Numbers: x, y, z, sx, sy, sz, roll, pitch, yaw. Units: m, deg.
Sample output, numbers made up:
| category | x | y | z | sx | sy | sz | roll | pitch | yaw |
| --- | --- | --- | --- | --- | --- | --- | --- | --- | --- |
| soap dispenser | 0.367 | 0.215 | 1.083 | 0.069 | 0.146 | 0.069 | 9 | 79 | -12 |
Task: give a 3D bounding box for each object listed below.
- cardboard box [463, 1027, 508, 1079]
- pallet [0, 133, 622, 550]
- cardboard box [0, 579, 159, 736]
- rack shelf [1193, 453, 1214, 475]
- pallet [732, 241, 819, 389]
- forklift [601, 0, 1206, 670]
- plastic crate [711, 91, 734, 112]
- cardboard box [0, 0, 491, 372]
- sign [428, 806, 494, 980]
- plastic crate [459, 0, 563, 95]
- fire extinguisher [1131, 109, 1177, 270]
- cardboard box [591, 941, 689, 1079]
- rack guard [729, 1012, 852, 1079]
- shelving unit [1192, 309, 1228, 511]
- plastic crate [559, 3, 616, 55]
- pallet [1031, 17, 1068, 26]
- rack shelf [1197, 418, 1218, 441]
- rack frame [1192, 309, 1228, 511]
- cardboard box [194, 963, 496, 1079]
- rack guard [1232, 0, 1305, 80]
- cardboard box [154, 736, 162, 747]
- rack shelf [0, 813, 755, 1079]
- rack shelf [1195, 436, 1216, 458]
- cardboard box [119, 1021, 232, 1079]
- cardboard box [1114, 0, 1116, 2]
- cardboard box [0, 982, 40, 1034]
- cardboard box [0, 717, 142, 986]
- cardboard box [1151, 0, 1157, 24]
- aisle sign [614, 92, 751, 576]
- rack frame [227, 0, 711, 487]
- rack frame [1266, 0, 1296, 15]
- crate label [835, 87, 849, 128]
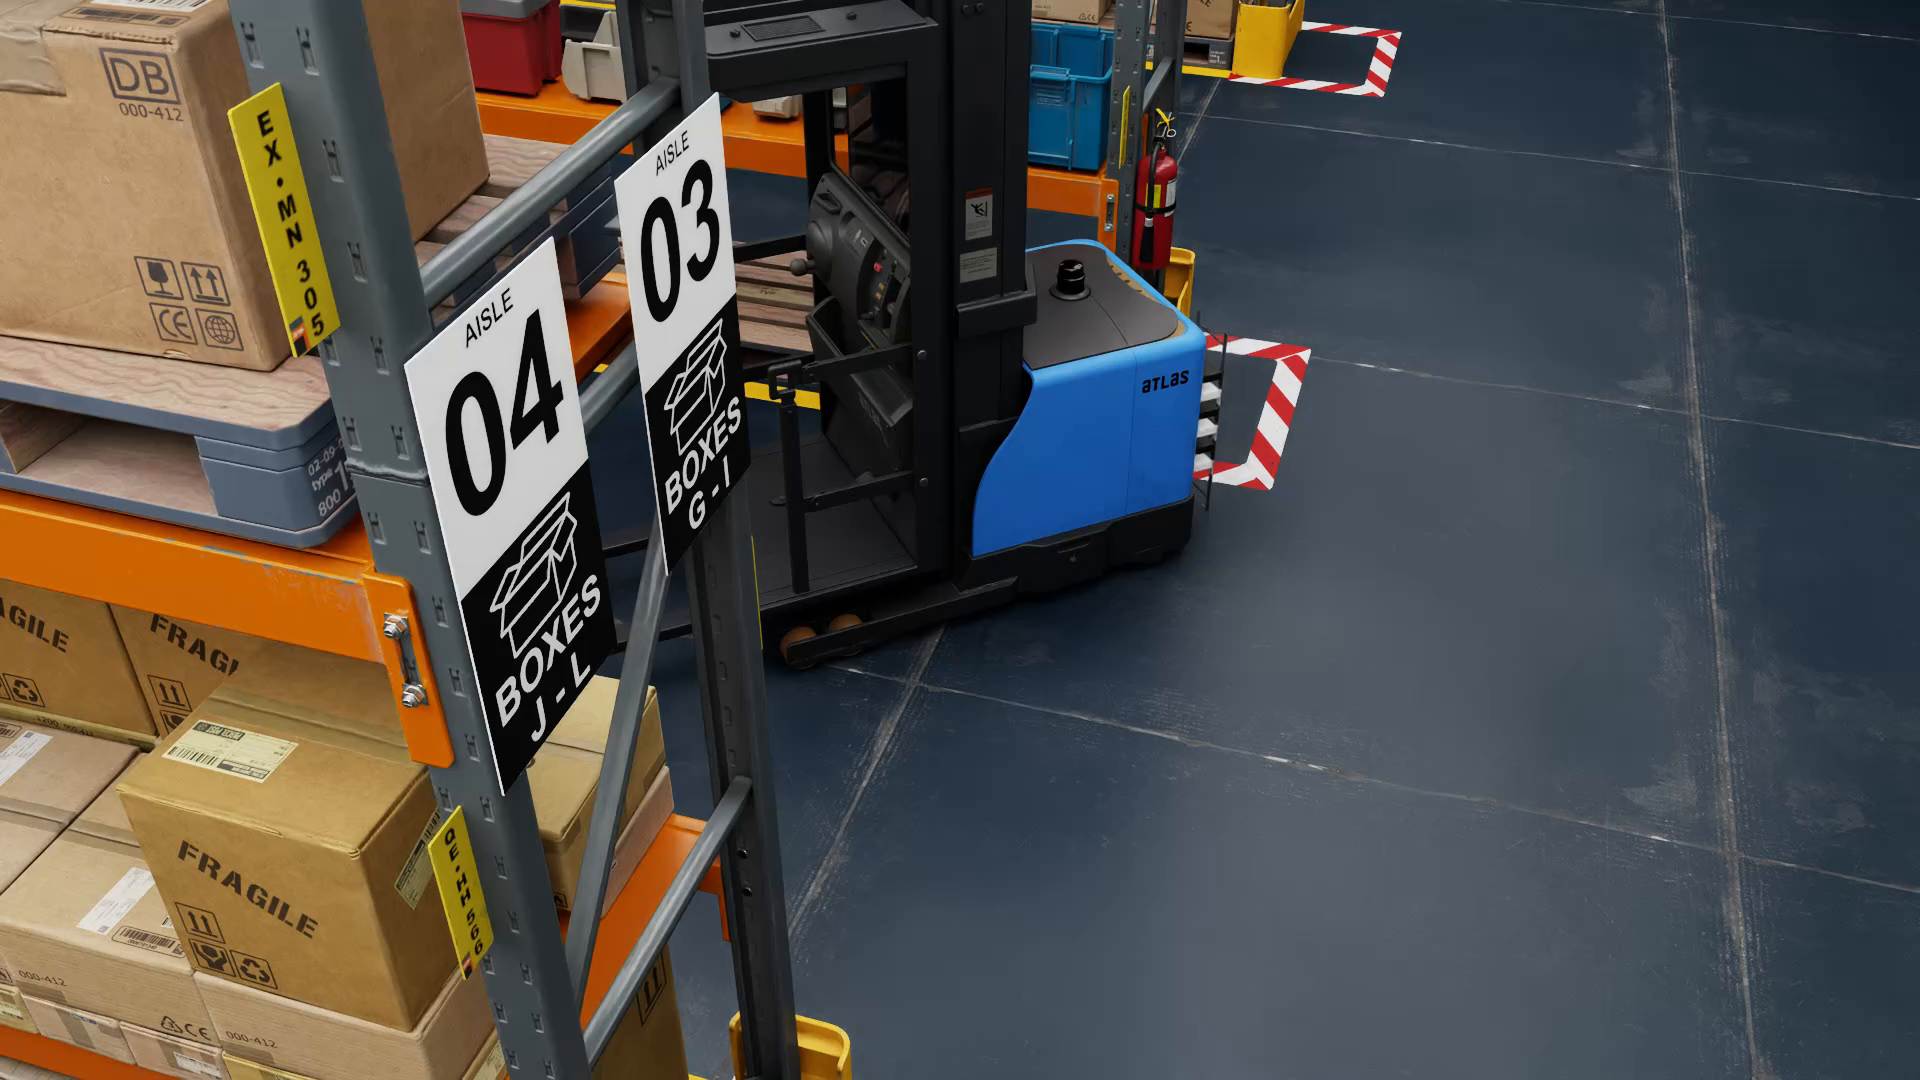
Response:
| category | x | y | z | sx | sy | sz | roll | pitch | yaw |
| --- | --- | --- | --- | --- | --- | --- | --- | --- | --- |
| cardboard box | -1.083 | 1.066 | 3.483 | 0.250 | 0.149 | 0.380 | 11 | 38 | 15 |
| pallet | -1.357 | -0.456 | 2.883 | 1.213 | 0.211 | 1.003 | 10 | 38 | 14 |
| cardboard box | -1.997 | 0.066 | 3.872 | 0.500 | 0.500 | 0.500 | 10 | 37 | 13 |
| rack shelf | 0.967 | -0.358 | 7.337 | 0.200 | 0.077 | 0.258 | -15 | 39 | -19 |
| pallet | -1.105 | -1.222 | 8.732 | 1.213 | 0.211 | 1.003 | 10 | 38 | 14 |
| forklift | -0.571 | -1.029 | 6.175 | 3.031 | 2.935 | 1.130 | -15 | 39 | -19 |
| plastic crate | -1.205 | -2.135 | 7.711 | 0.300 | 0.233 | 0.416 | 10 | 38 | 14 |
| cardboard box | -1.158 | -0.678 | 2.587 | 0.500 | 0.500 | 0.700 | 8 | 37 | 11 |
| sign | -0.820 | 0.585 | 2.749 | 0.005 | 0.325 | 0.100 | 10 | 38 | 14 |
| plastic crate | -2.209 | -2.418 | 7.900 | 0.583 | 0.464 | 0.402 | 10 | 38 | 14 |
| fire extinguisher | 0.840 | -1.496 | 7.131 | 0.183 | 0.674 | 0.296 | 10 | 38 | 14 |
| cardboard box | -1.280 | 1.460 | 4.173 | 0.875 | 0.875 | 0.875 | 10 | 38 | 14 |
| rack guard | -0.622 | 1.853 | 4.311 | 0.348 | 0.500 | 1.175 | 10 | 38 | 14 |
| shelving unit | 0.967 | -0.530 | 7.211 | 0.210 | 0.900 | 0.258 | -15 | 39 | -19 |
| plastic crate | -1.838 | -2.535 | 8.345 | 0.590 | 0.125 | 0.437 | 10 | 38 | 14 |
| pallet | 0.318 | -4.010 | 12.520 | 1.213 | 0.211 | 1.003 | 10 | 38 | 14 |
| rack shelf | 0.967 | -0.503 | 7.231 | 0.200 | 0.077 | 0.258 | -15 | 39 | -19 |
| rack frame | 1.060 | -0.555 | 7.245 | 0.006 | 0.900 | 0.240 | -15 | 39 | -19 |
| cardboard box | -1.187 | 0.847 | 3.444 | 0.500 | 0.250 | 0.500 | 10 | 38 | 13 |
| rack guard | 2.240 | -3.769 | 11.949 | 0.348 | 0.500 | 1.175 | 10 | 38 | 14 |
| cardboard box | -1.521 | 0.457 | 3.975 | 0.500 | 0.250 | 0.500 | 10 | 38 | 13 |
| rack shelf | -2.554 | 0.778 | 4.269 | 4.000 | 0.370 | 1.077 | 10 | 38 | 14 |
| rack shelf | 0.967 | -0.431 | 7.284 | 0.200 | 0.077 | 0.258 | -15 | 39 | -19 |
| cardboard box | -1.573 | 0.976 | 3.605 | 0.250 | 0.149 | 0.380 | 11 | 38 | 14 |
| cardboard box | 1.400 | -4.177 | 12.344 | 0.500 | 0.250 | 0.500 | 10 | 38 | 14 |
| cardboard box | -2.059 | 0.887 | 3.727 | 0.250 | 0.149 | 0.380 | 10 | 37 | 13 |
| cardboard box | -2.157 | 0.667 | 3.689 | 0.500 | 0.250 | 0.500 | 9 | 37 | 12 |
| cardboard box | 1.360 | -3.878 | 12.007 | 0.250 | 0.166 | 0.380 | 10 | 38 | 14 |
| aisle sign | -0.487 | -0.362 | 3.019 | 0.004 | 0.787 | 0.394 | 10 | 38 | 14 |
| rack frame | -0.645 | -1.574 | 1.798 | 0.127 | 3.000 | 1.000 | 10 | 38 | 14 |
| rack frame | 2.312 | -4.763 | 11.190 | 0.127 | 3.000 | 1.000 | 10 | 38 | 14 |
| crate label | -0.546 | -2.015 | 7.629 | 0.243 | 0.136 | 0.396 | 10 | 38 | 14 |
